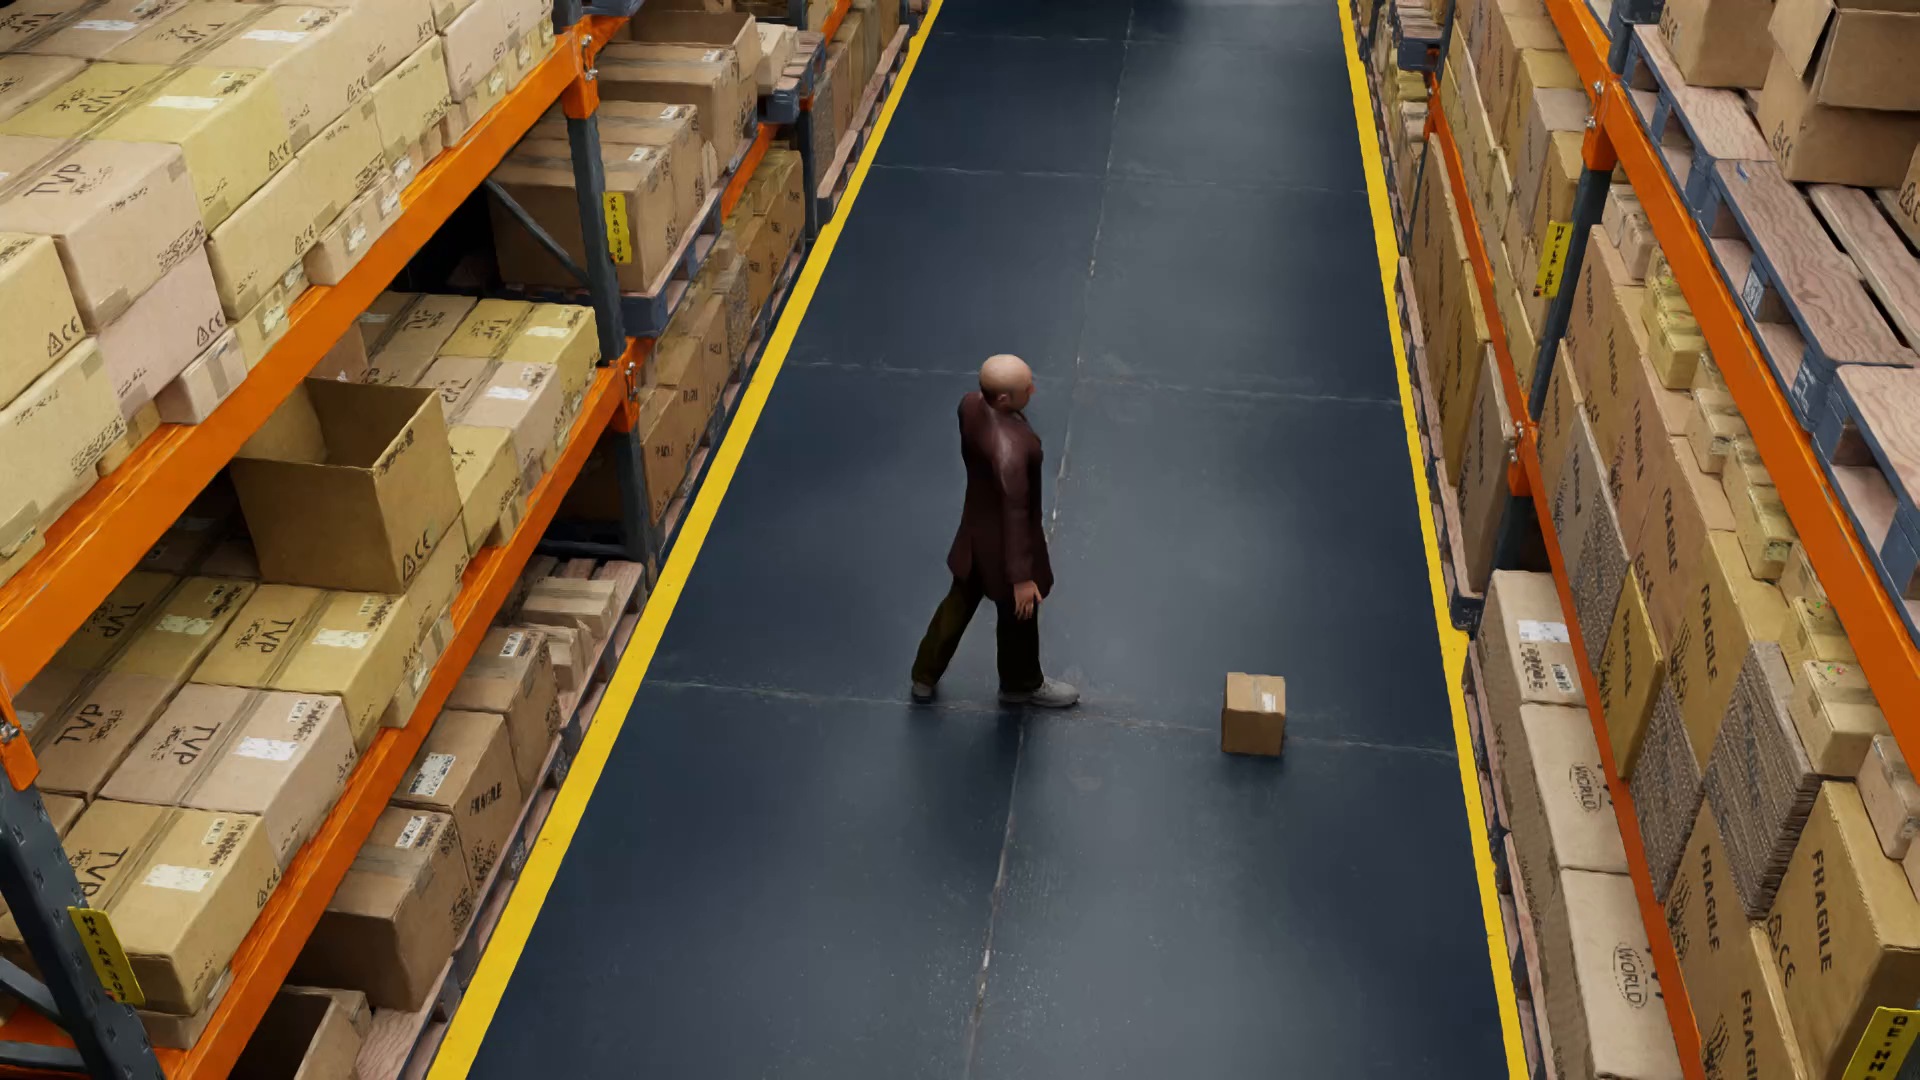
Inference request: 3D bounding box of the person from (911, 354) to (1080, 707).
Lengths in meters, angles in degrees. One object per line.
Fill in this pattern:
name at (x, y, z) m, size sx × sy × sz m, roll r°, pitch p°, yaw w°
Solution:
person at (0.153, -0.001, 7.053) m, size 0.707 × 1.774 × 0.775 m, roll -13°, pitch 38°, yaw -18°
